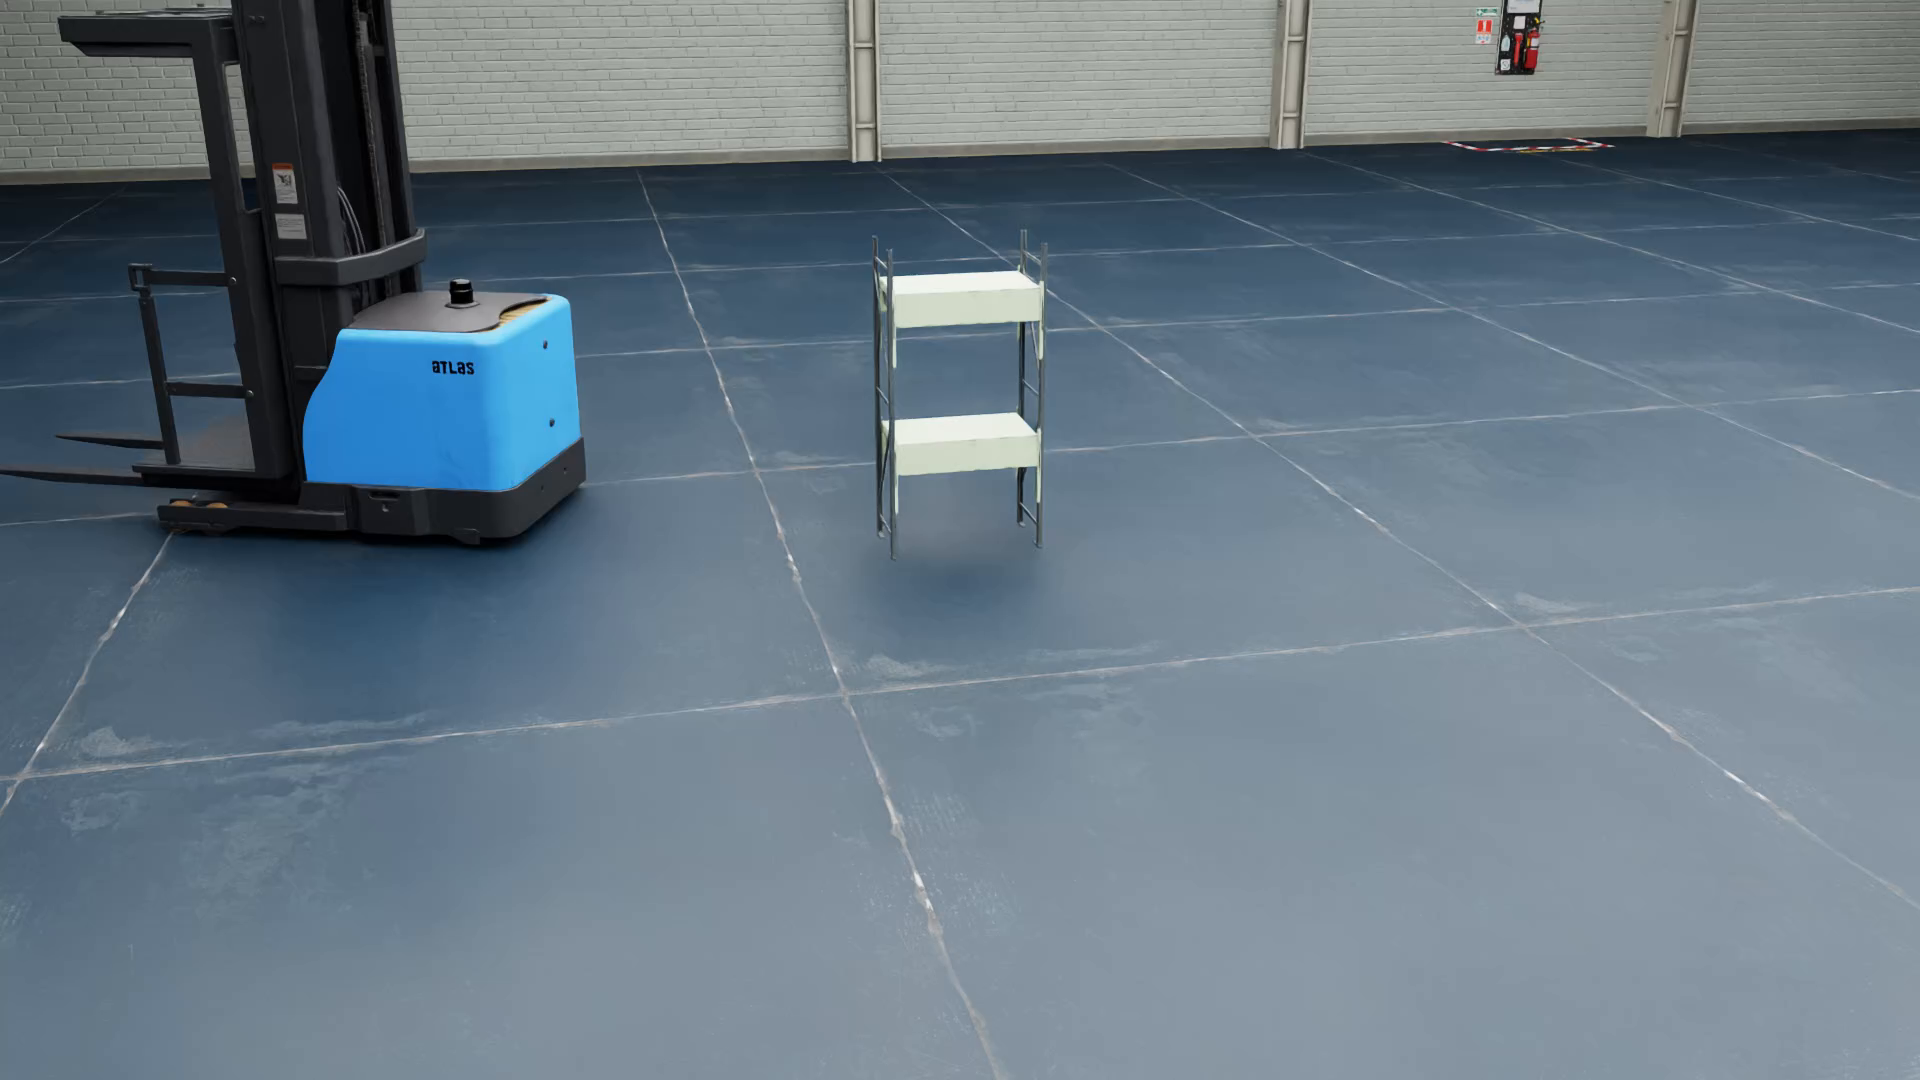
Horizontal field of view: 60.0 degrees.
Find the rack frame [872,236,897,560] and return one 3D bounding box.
[{"bbox_3d":[-0.363,-0.675,7.976,0.023,1.500,0.400,-5,21,-12],"label":"rack frame"}]

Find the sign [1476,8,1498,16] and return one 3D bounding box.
[{"bbox_3d":[7.448,-7.466,23.512,0.331,0.109,0.001,-5,21,-12],"label":"sign"}]

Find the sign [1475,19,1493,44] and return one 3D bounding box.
[{"bbox_3d":[7.441,-7.220,23.611,0.234,0.329,0.001,-5,21,-12],"label":"sign"}]

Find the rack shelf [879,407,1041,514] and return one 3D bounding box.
[{"bbox_3d":[-0.006,-0.398,8.167,0.720,0.370,0.431,-5,21,-12],"label":"rack shelf"}]

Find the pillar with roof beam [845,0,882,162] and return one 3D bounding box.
[{"bbox_3d":[-0.271,-7.821,16.583,0.400,9.000,9.100,-5,21,-12],"label":"pillar with roof beam"}]

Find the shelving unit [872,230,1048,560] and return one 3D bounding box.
[{"bbox_3d":[-0.006,-0.704,8.055,0.755,1.500,0.431,-5,21,-12],"label":"shelving unit"}]

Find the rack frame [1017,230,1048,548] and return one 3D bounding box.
[{"bbox_3d":[0.350,-0.733,8.134,0.023,1.500,0.400,-5,21,-12],"label":"rack frame"}]

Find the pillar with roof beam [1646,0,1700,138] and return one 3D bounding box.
[{"bbox_3d":[11.407,-8.771,19.175,0.400,9.000,9.100,-5,21,-12],"label":"pillar with roof beam"}]

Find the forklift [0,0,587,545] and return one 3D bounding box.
[{"bbox_3d":[-3.586,-1.572,8.344,3.031,2.935,1.130,3,20,8],"label":"forklift"}]

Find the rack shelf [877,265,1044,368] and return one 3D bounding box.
[{"bbox_3d":[-0.006,-1.070,7.921,0.720,0.370,0.431,-5,21,-12],"label":"rack shelf"}]

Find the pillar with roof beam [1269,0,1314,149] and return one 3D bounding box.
[{"bbox_3d":[5.568,-8.296,17.879,0.400,9.000,9.100,-5,21,-12],"label":"pillar with roof beam"}]

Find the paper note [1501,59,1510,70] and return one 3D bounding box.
[{"bbox_3d":[7.815,-6.808,23.818,0.142,0.148,0.016,-5,21,-12],"label":"paper note"}]

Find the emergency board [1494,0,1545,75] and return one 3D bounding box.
[{"bbox_3d":[8.003,-7.212,23.642,0.643,1.169,0.194,-5,21,-12],"label":"emergency board"}]
